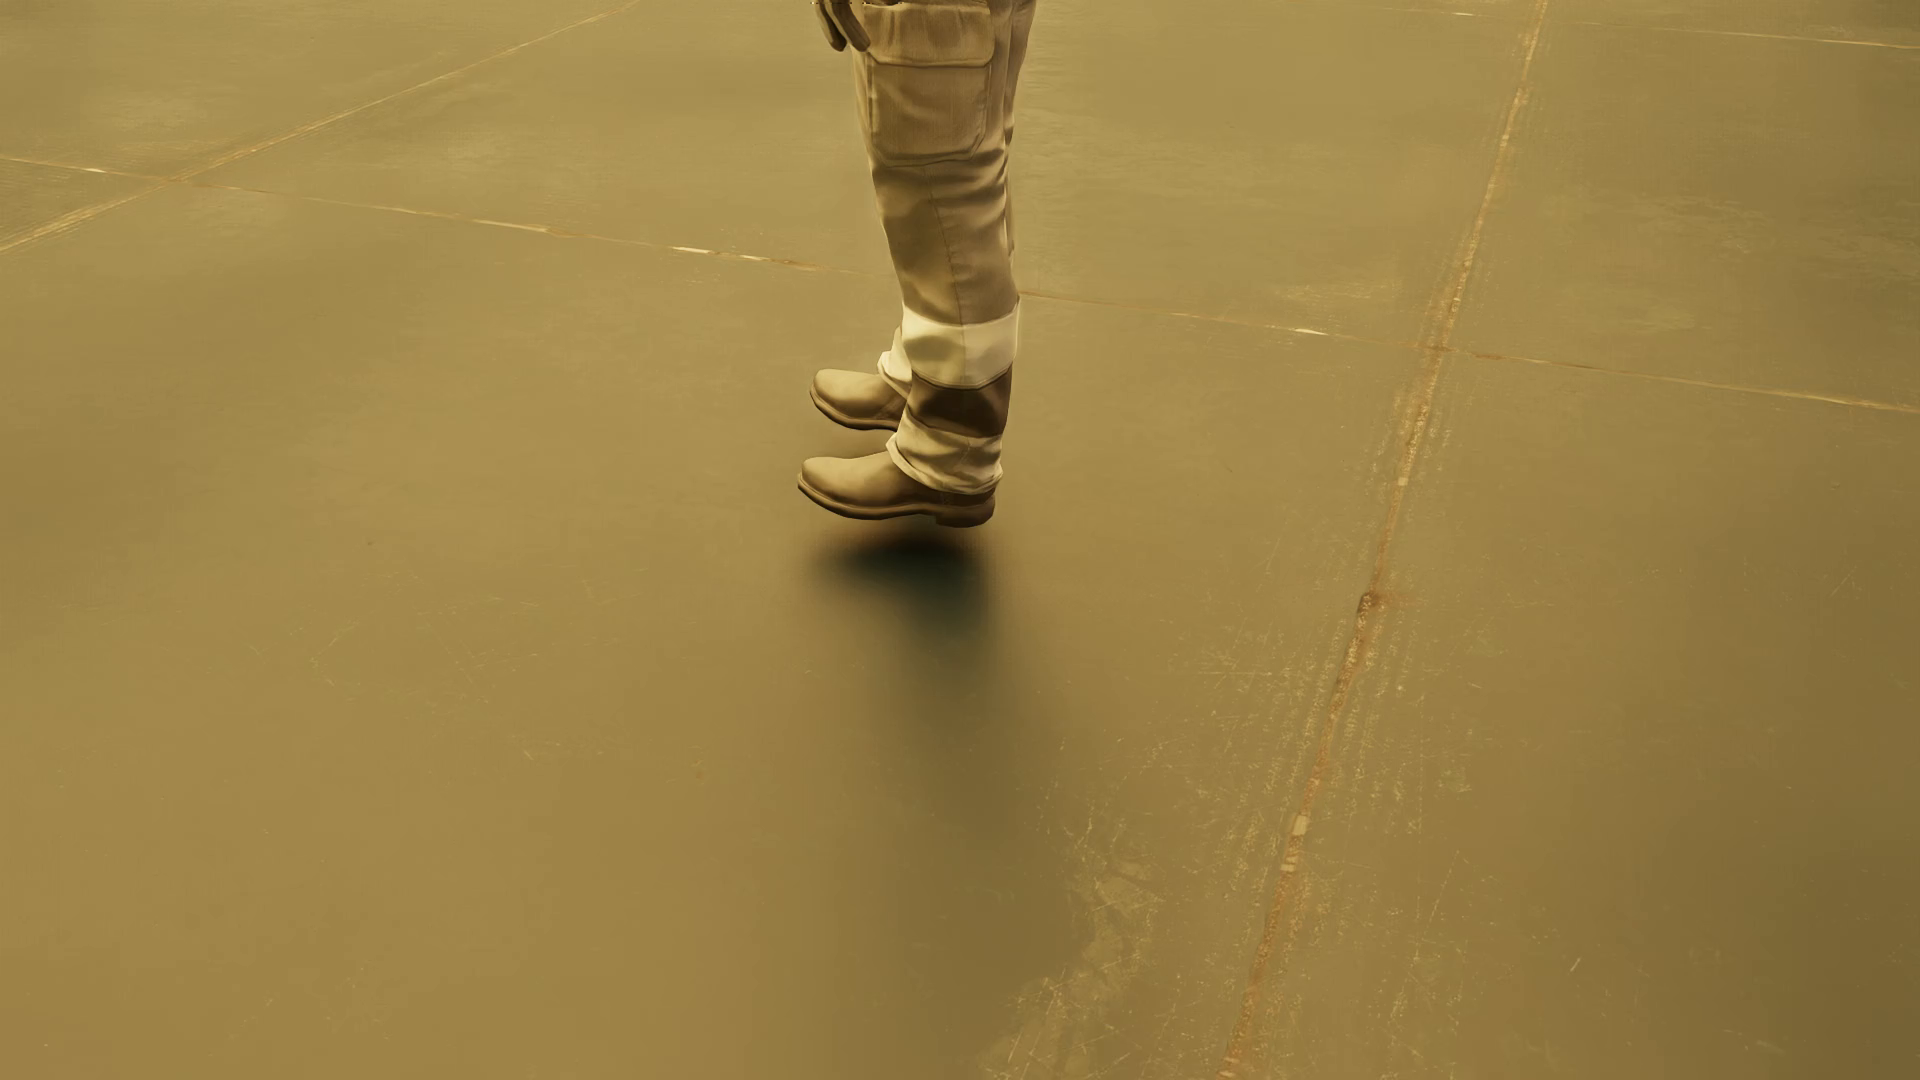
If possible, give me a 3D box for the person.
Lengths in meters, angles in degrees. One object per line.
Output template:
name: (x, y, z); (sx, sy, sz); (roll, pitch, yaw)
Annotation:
person: (-0.072, -0.838, 2.069); (0.561, 1.789, 0.638); (10, 31, 18)
